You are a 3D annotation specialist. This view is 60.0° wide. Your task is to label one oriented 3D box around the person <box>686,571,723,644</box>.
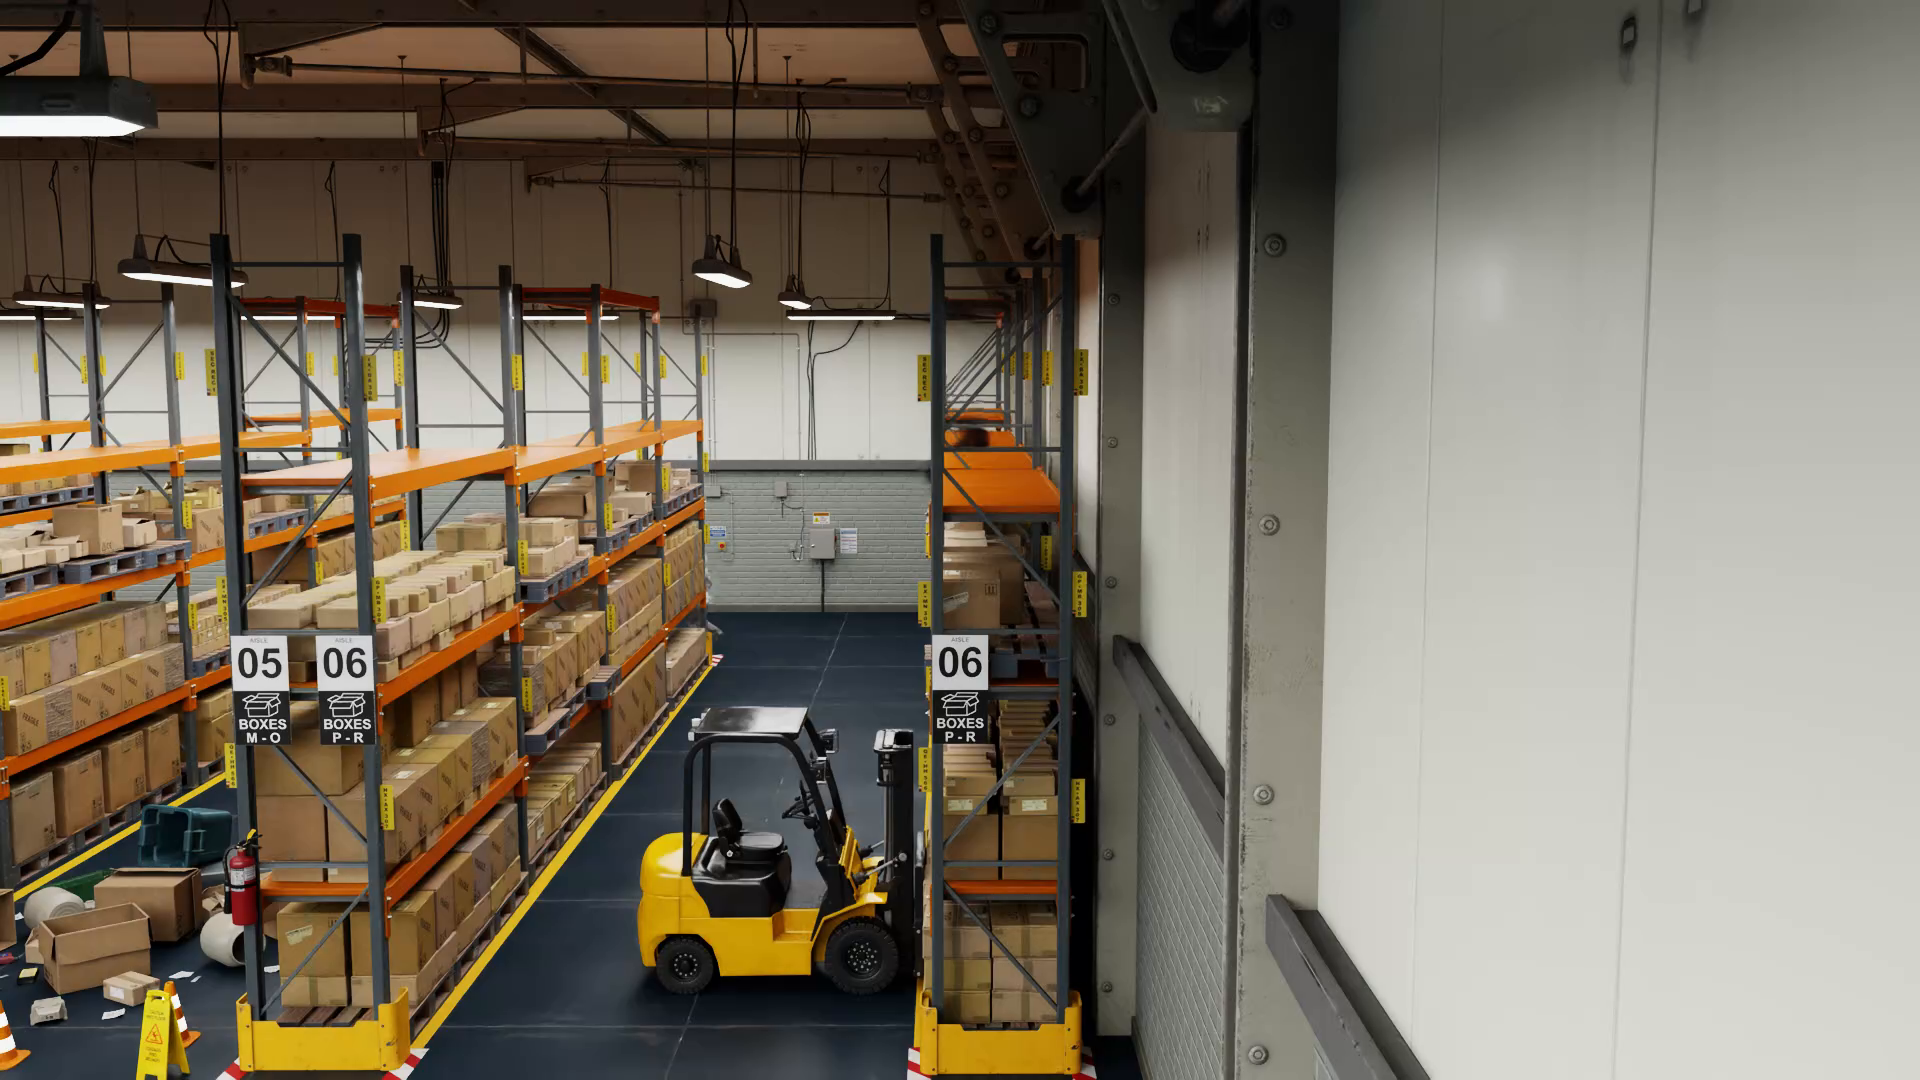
[{"bbox_3d":[-4.625,1.093,29.218,0.661,1.728,0.742,3,7,26],"label":"person"}]
